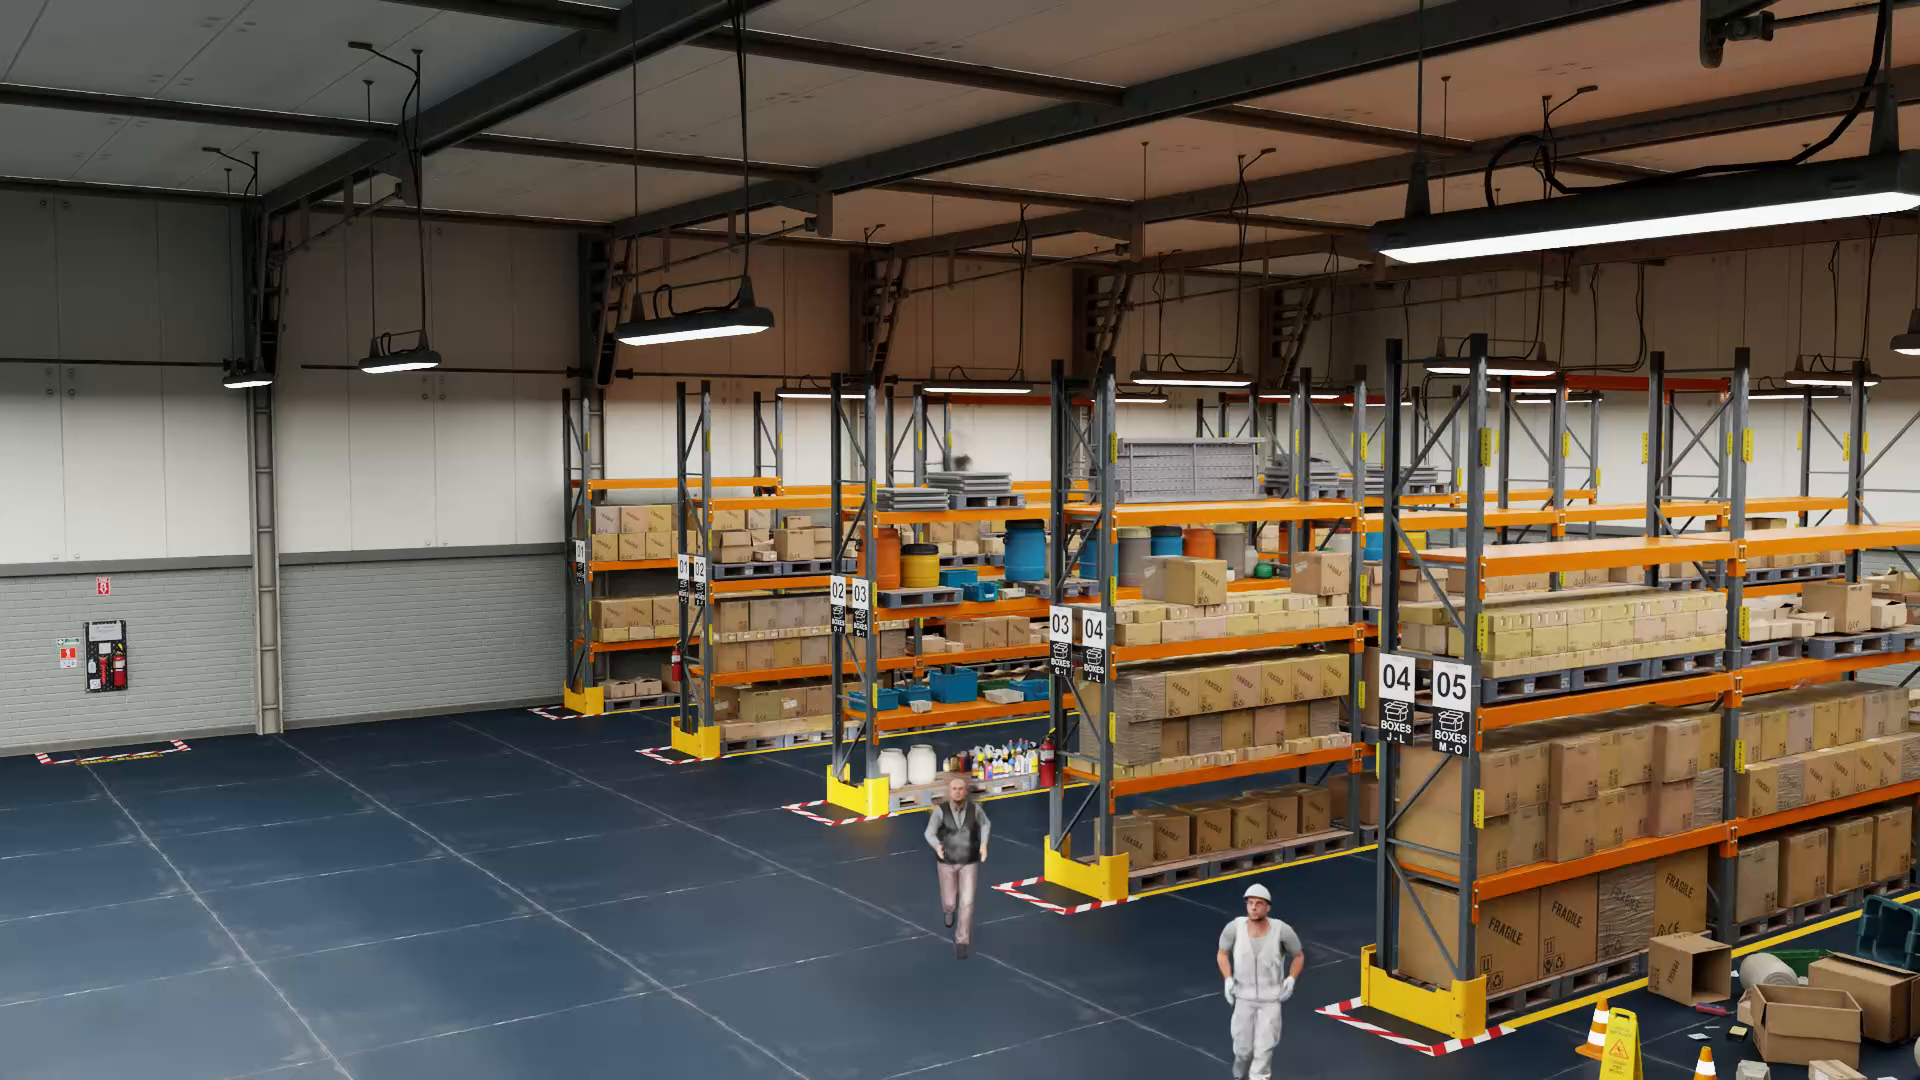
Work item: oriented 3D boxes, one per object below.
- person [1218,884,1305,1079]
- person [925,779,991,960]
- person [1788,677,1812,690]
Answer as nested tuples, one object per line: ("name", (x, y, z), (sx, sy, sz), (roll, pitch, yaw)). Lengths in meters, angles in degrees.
("person", (2.294, 3.481, 12.706), (0.657, 1.764, 0.700), (1, 4, 14))
("person", (-0.016, 3.249, 16.701), (0.677, 1.728, 0.876), (0, 4, -3))
("person", (12.234, 2.735, 24.180), (0.856, 1.759, 0.668), (-3, 5, -37))
